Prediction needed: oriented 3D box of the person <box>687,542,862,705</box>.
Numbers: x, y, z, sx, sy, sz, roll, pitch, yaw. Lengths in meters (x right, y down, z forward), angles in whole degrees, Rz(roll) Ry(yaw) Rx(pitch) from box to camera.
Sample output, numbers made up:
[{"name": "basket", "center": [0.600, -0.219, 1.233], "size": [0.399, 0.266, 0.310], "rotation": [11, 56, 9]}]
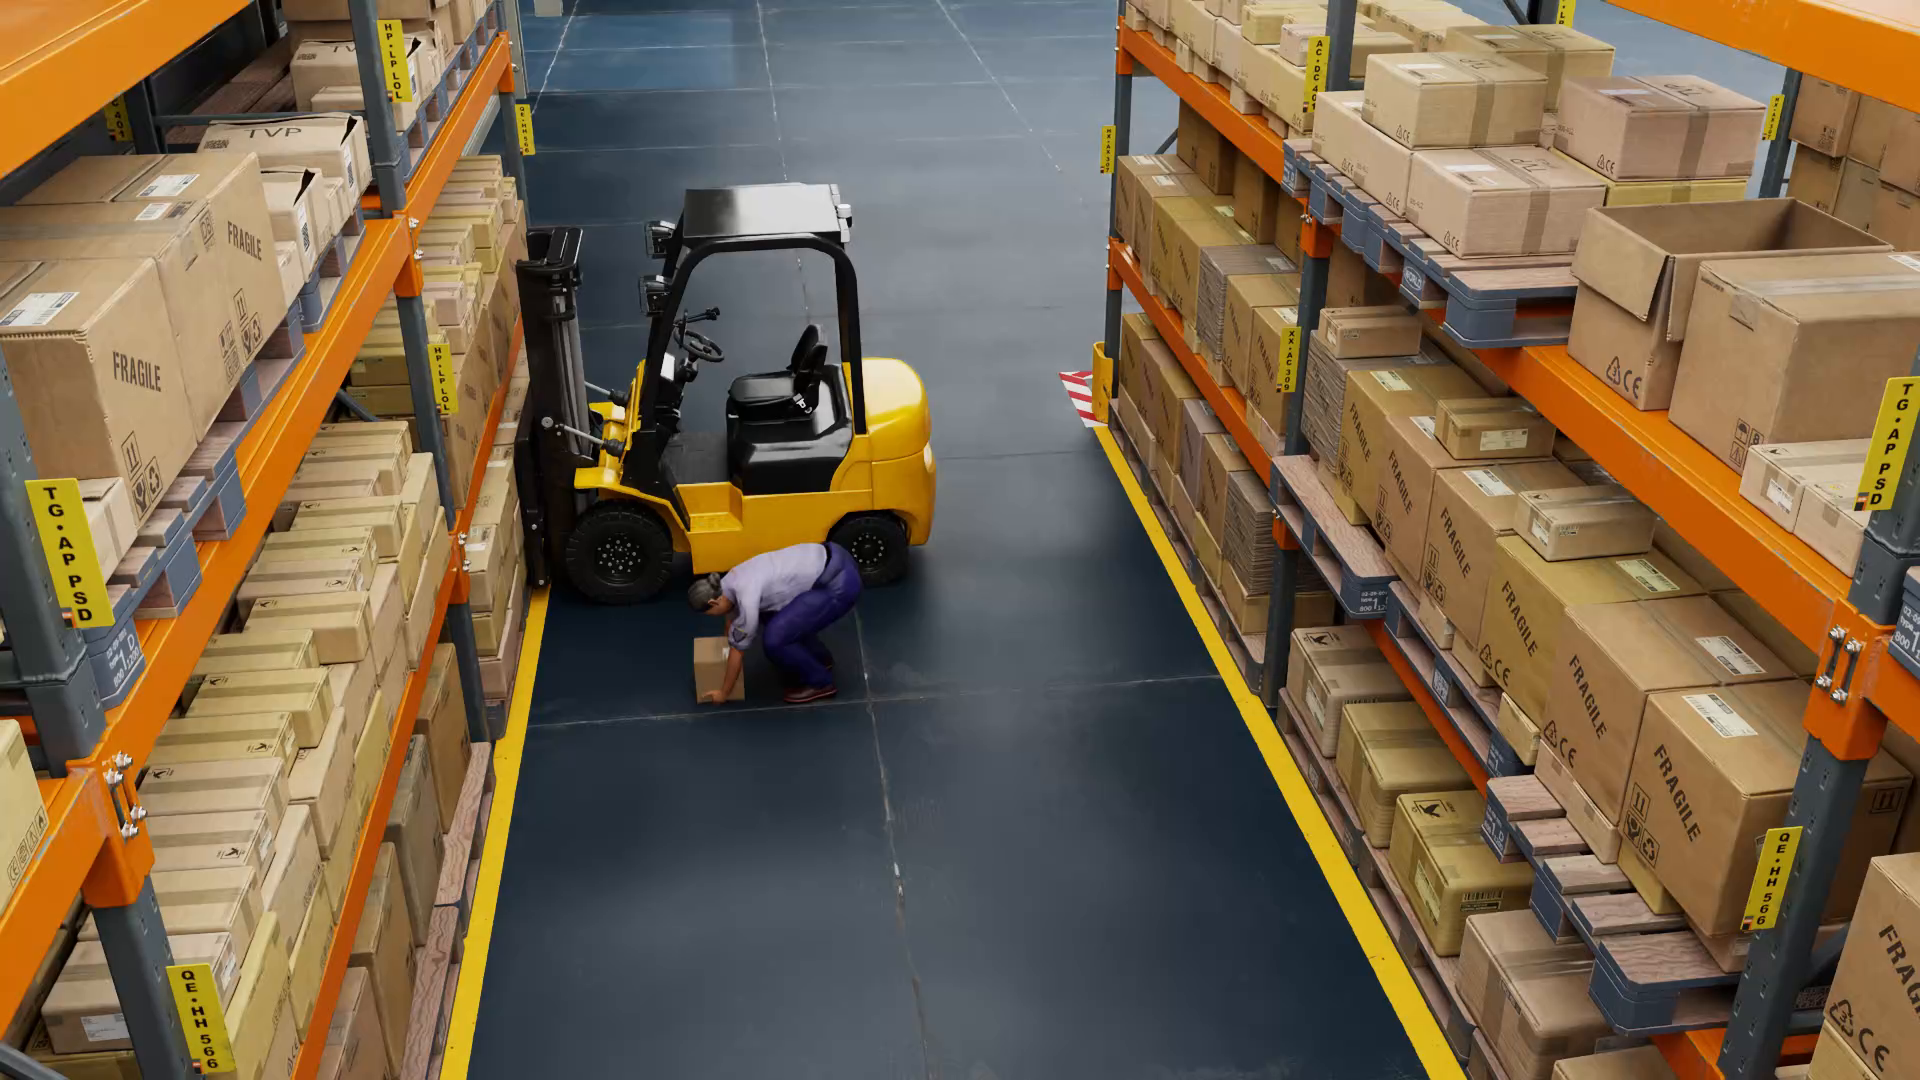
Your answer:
[{"name": "person", "center": [-0.965, 0.433, 8.733], "size": [0.903, 0.807, 0.523], "rotation": [-5, 28, -9]}]
